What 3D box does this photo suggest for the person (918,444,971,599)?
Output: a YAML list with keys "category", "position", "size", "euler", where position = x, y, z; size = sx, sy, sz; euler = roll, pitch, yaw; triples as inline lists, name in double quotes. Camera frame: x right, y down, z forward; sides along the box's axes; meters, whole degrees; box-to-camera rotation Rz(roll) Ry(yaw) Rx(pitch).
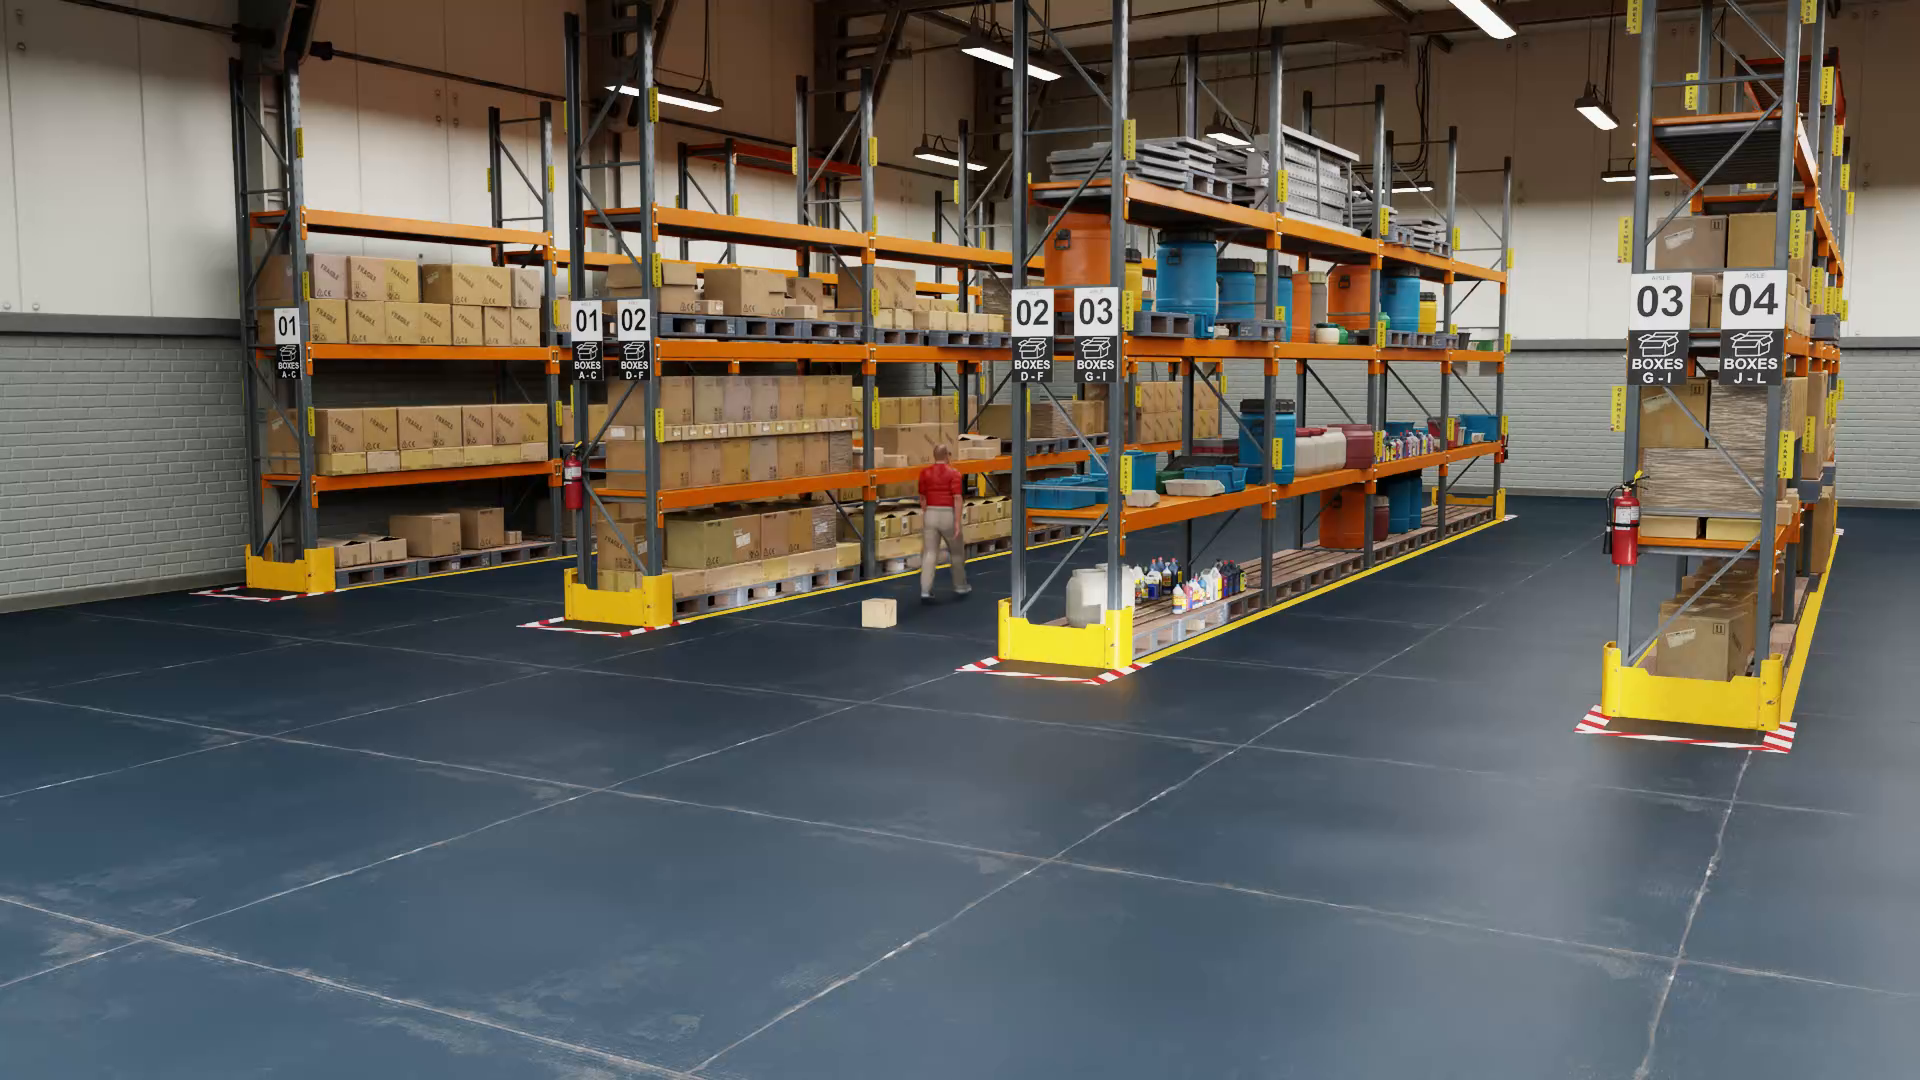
- category: "person"
  position: [-0.178, -0.221, 18.228]
  size: [0.548, 1.662, 1.043]
  euler: [2, 6, 17]
